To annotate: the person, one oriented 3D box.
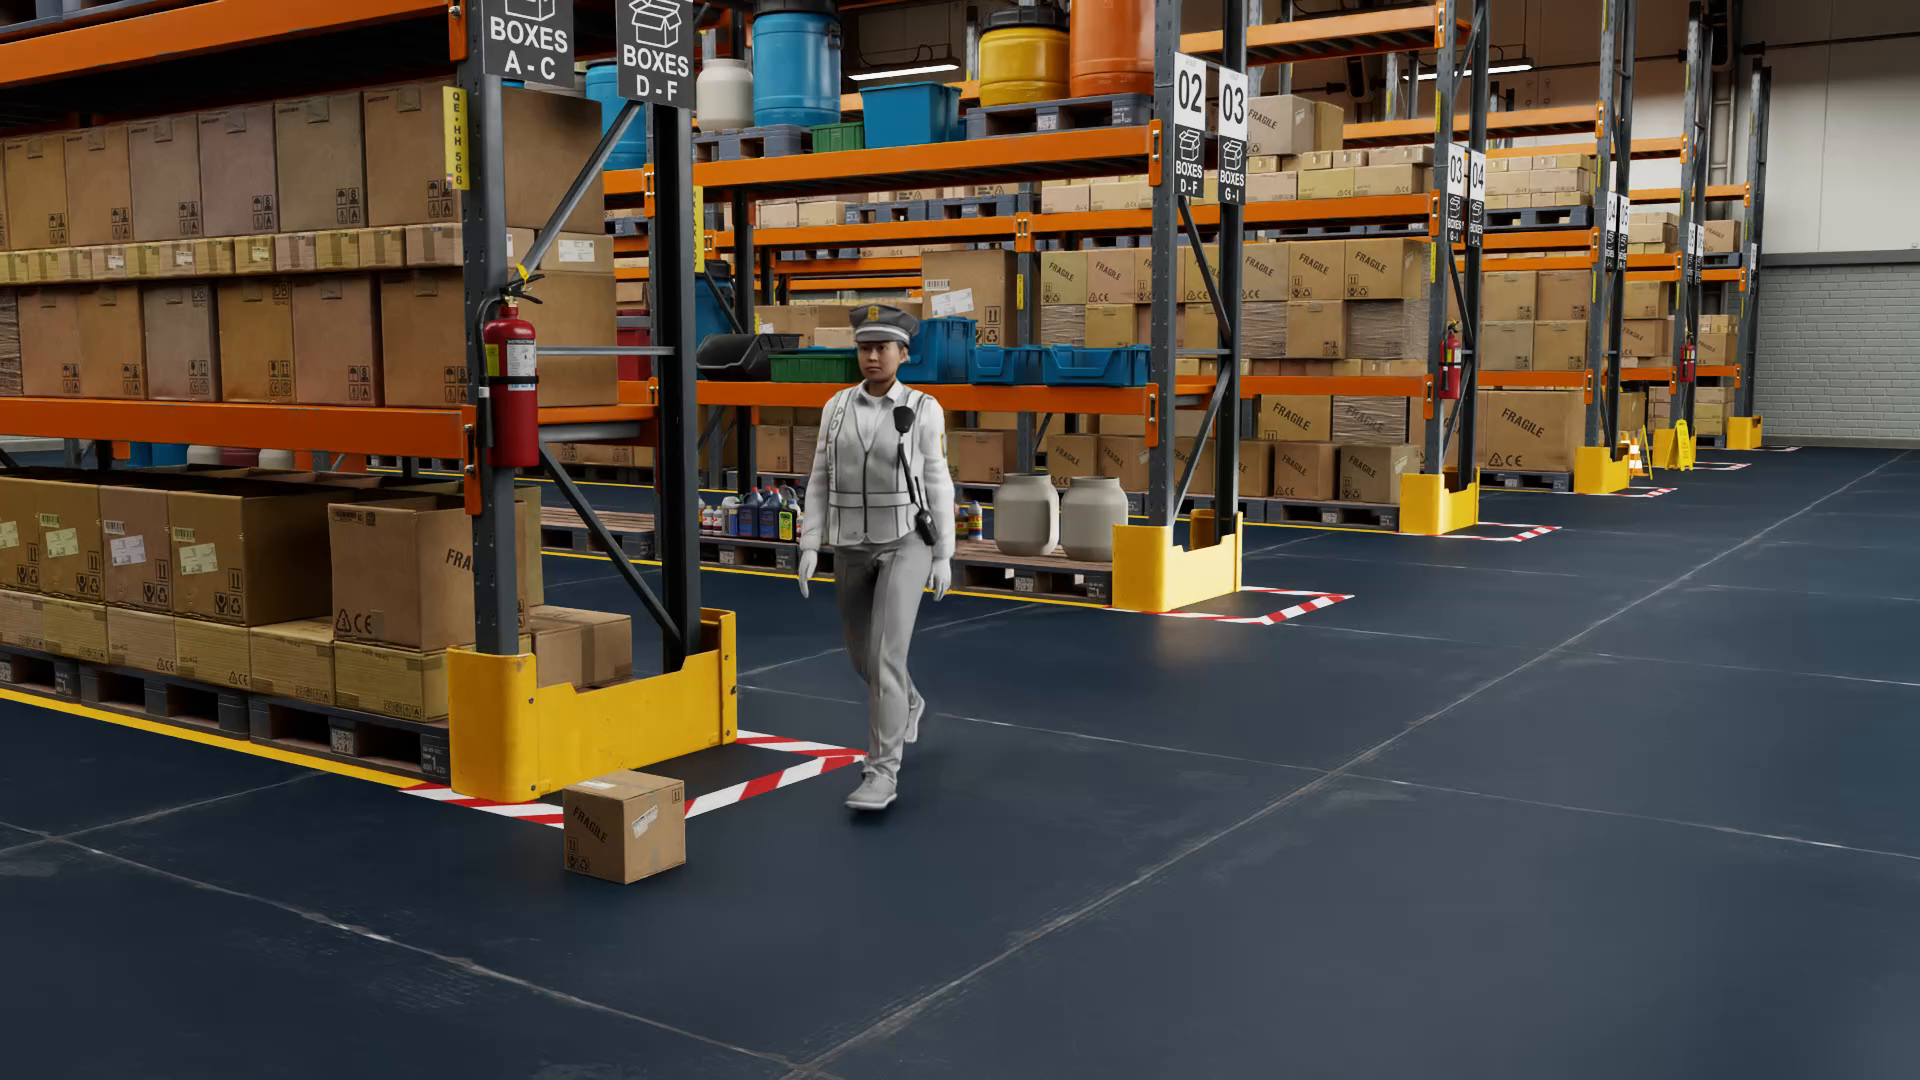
[{"bbox_3d":[-0.273,0.020,5.709,0.494,1.647,0.944,2,7,19],"label":"person"}]
